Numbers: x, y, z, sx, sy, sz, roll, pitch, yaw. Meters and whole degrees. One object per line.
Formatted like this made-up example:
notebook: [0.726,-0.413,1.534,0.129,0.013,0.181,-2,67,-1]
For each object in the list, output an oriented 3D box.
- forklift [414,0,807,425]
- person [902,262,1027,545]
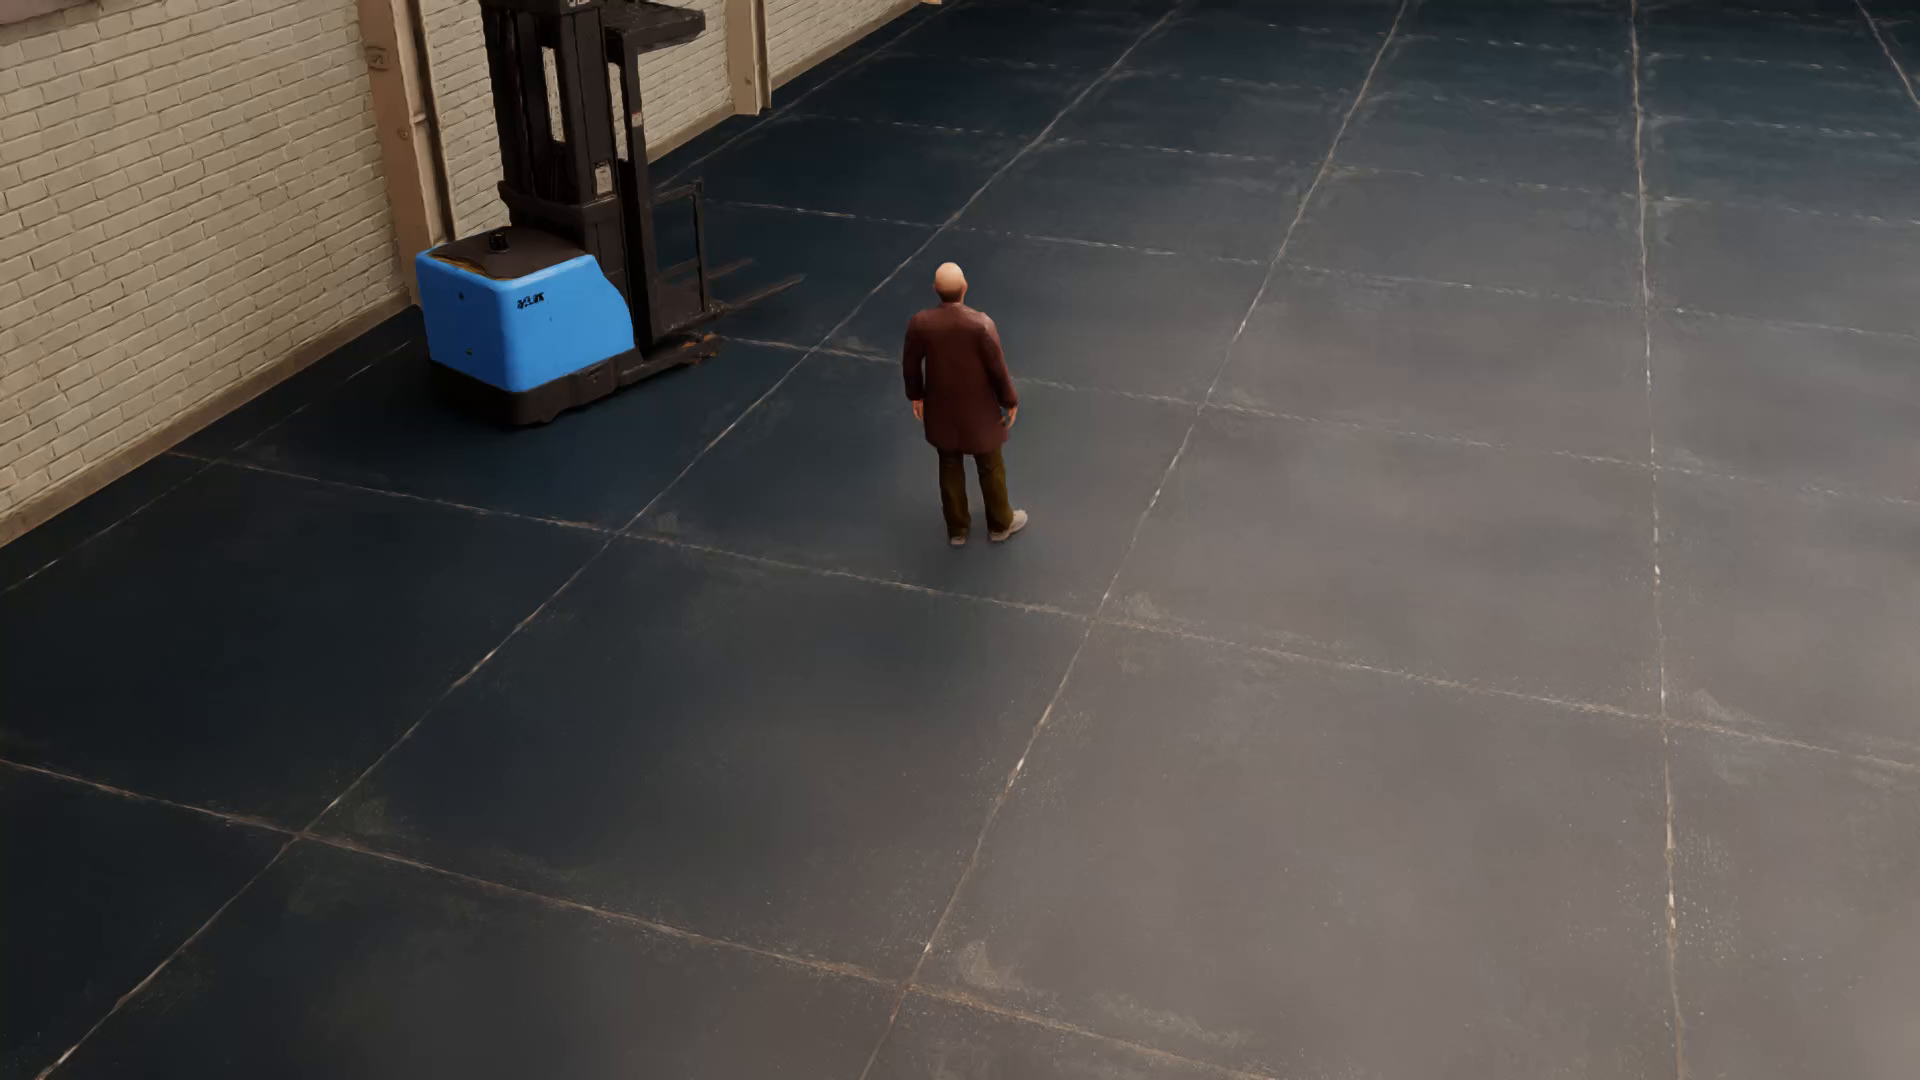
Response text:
forklift: [-2.440,-2.720,11.907,1.130,2.935,3.031,22,36,33]
person: [0.034,-0.820,9.726,0.694,1.776,0.580,10,31,16]
